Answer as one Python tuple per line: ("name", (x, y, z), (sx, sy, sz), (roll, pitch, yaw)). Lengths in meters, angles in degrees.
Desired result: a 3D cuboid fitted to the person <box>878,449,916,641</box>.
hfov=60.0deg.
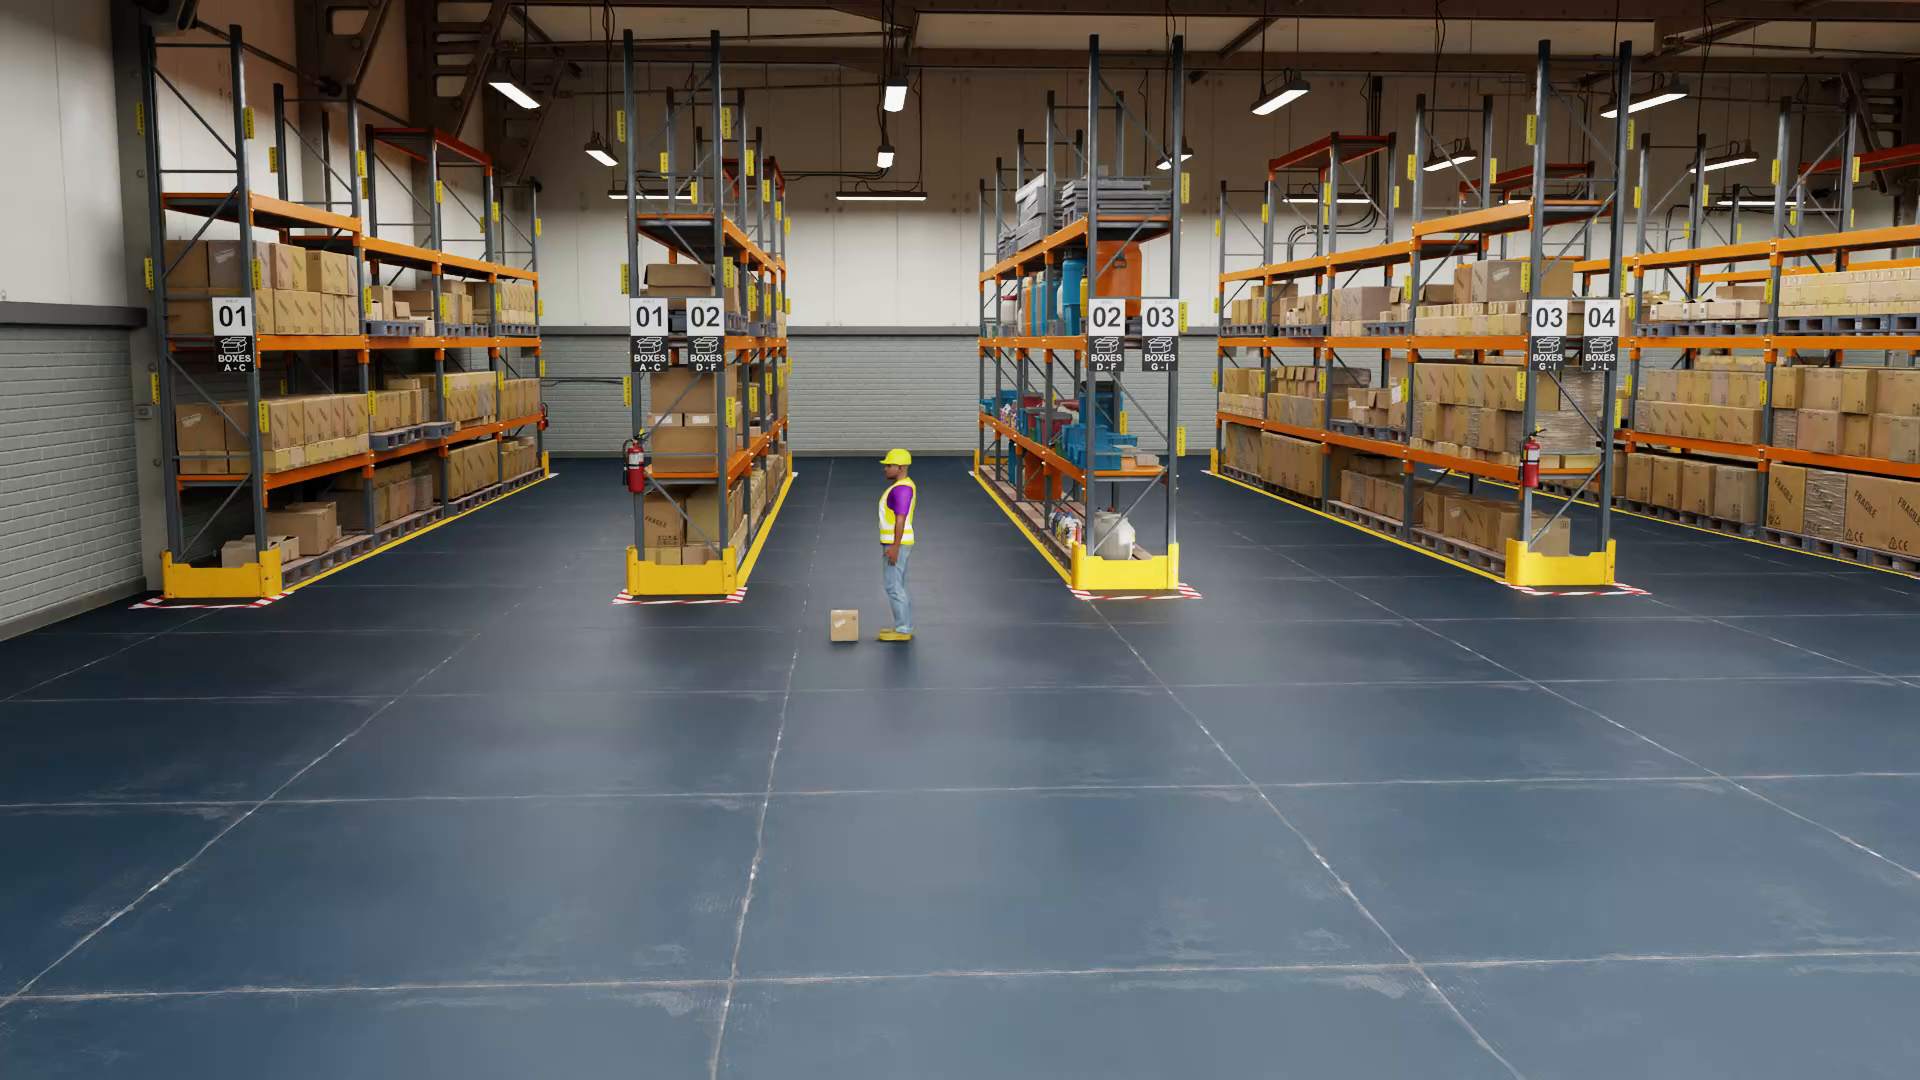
("person", (-0.583, 0.040, 15.324), (0.361, 1.761, 0.562), (0, 7, -2))
